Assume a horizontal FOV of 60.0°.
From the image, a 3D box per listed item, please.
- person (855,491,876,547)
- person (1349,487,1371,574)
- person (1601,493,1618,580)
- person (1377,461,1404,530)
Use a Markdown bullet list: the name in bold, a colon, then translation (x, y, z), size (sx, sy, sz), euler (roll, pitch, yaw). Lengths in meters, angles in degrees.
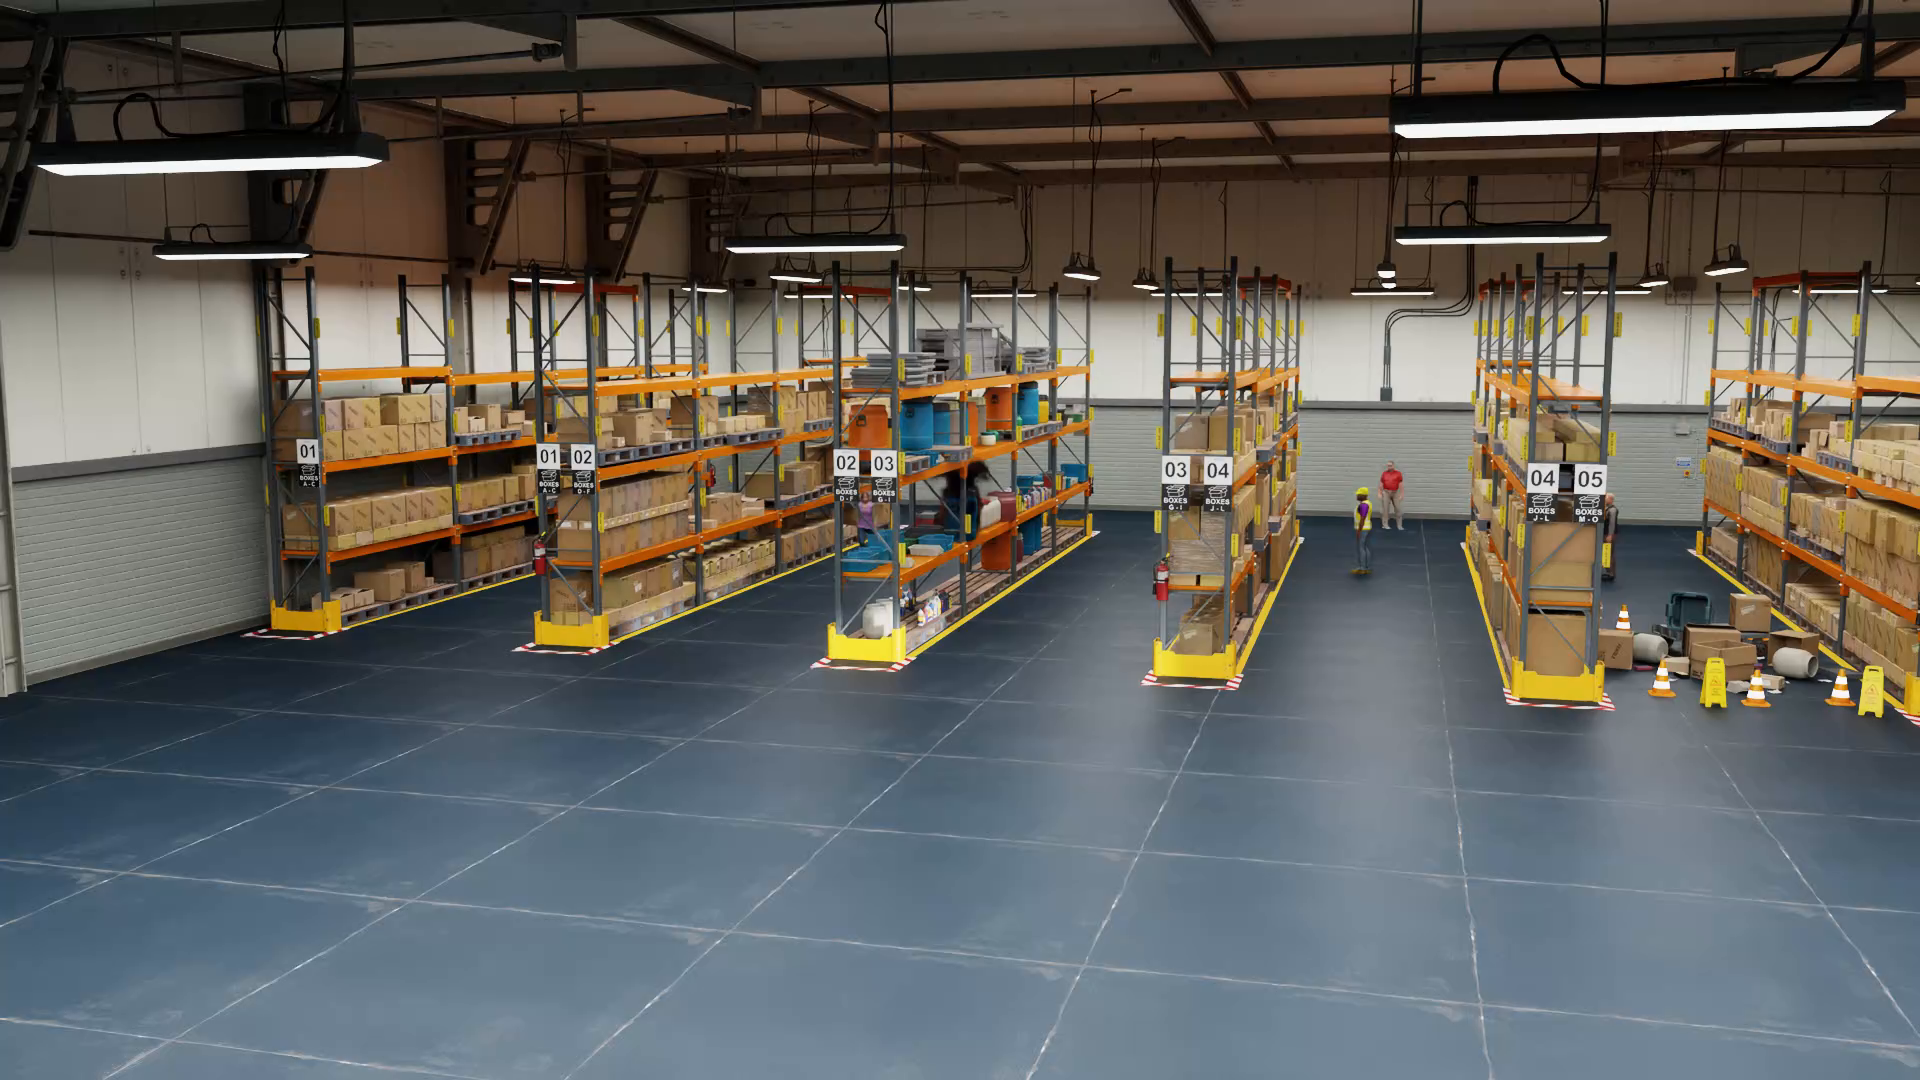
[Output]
- **person**: translation (-2.008, -0.260, 35.286), size (0.462, 1.565, 0.693), euler (1, 7, 4)
- **person**: translation (8.207, -0.198, 34.050), size (0.388, 1.776, 0.653), euler (3, 8, 21)
- **person**: translation (12.995, -0.077, 33.335), size (0.371, 1.726, 0.573), euler (3, 8, 24)
- **person**: translation (10.774, -1.116, 41.600), size (0.640, 1.736, 0.399), euler (1, 7, 5)
